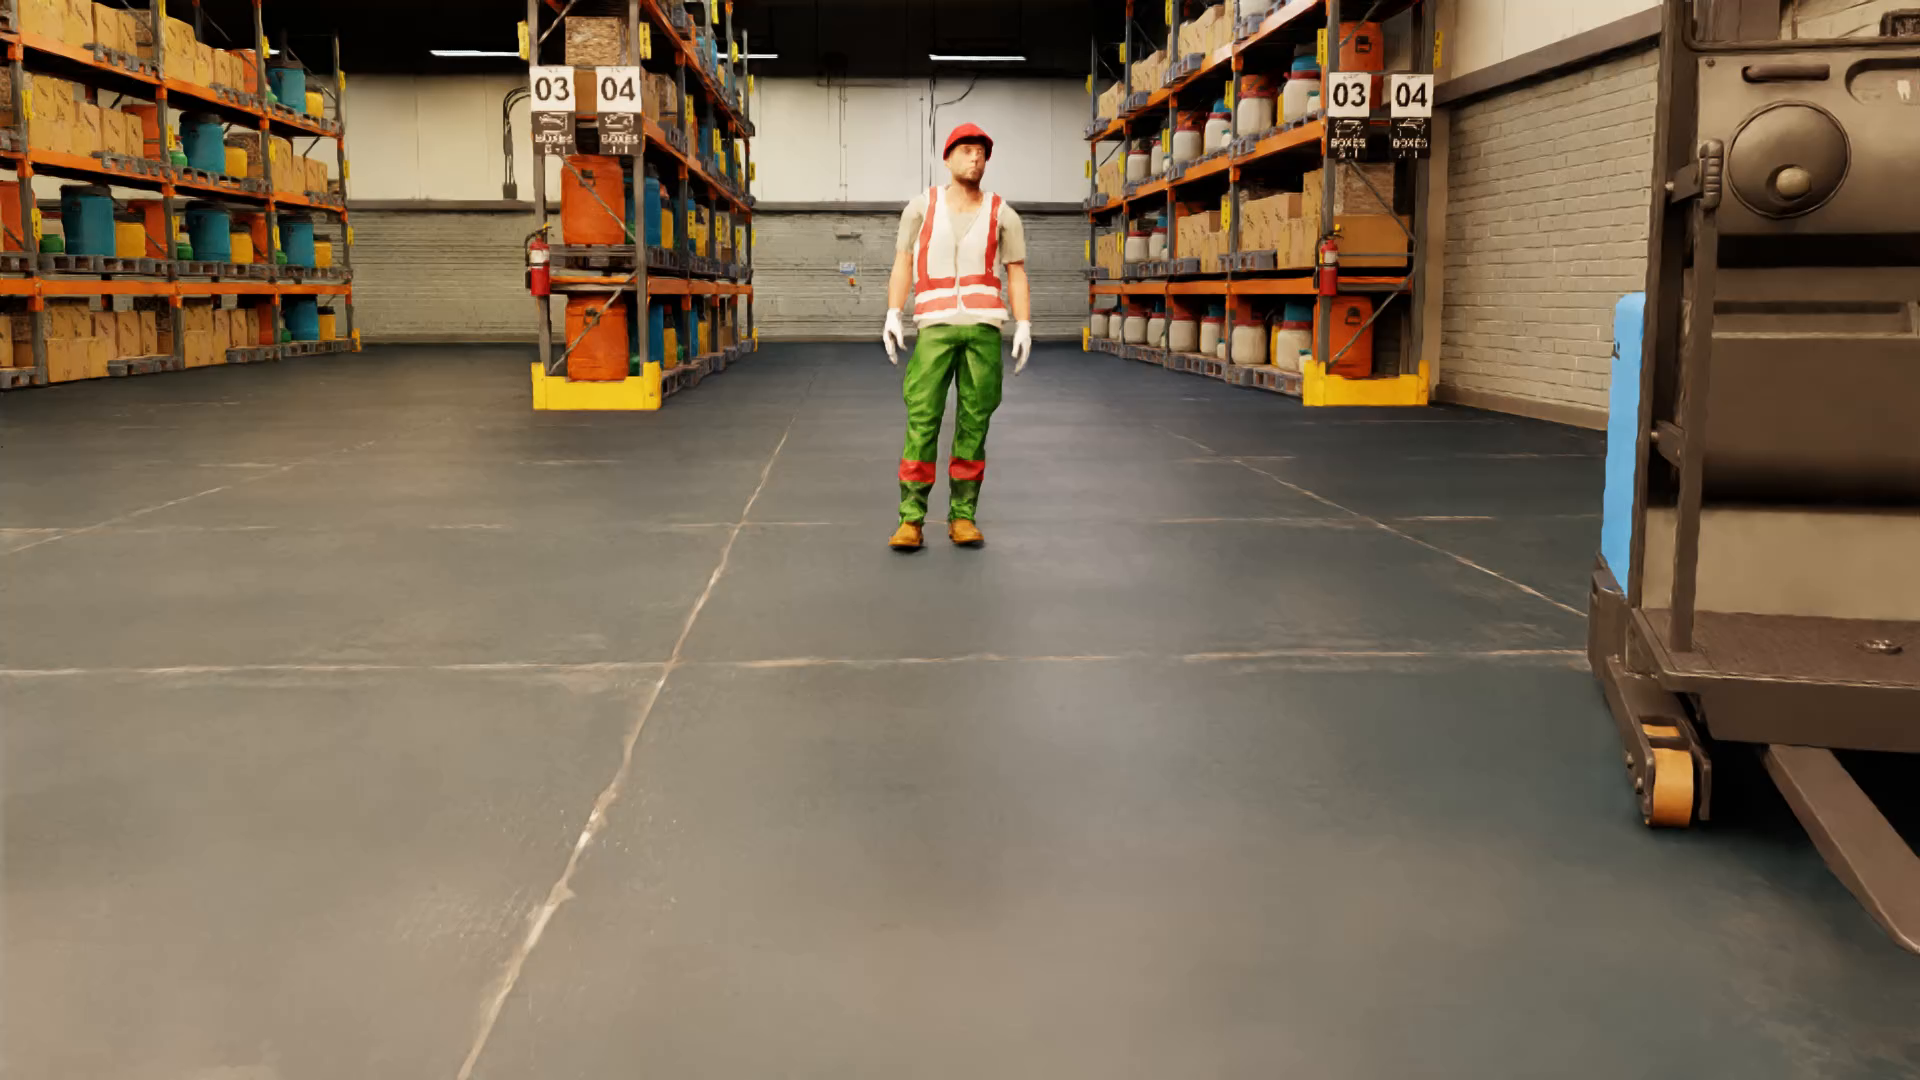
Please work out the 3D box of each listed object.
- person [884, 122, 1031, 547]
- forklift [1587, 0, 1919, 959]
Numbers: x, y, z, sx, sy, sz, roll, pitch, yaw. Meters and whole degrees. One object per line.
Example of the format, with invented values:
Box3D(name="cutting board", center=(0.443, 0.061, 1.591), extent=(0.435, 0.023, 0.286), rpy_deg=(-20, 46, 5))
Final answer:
Box3D(name="person", center=(-0.006, -0.880, 7.097), extent=(0.637, 1.787, 0.563), rpy_deg=(-1, 8, -4))
Box3D(name="forklift", center=(1.999, -0.887, 3.303), extent=(1.130, 2.935, 3.031), rpy_deg=(2, 9, 16))
